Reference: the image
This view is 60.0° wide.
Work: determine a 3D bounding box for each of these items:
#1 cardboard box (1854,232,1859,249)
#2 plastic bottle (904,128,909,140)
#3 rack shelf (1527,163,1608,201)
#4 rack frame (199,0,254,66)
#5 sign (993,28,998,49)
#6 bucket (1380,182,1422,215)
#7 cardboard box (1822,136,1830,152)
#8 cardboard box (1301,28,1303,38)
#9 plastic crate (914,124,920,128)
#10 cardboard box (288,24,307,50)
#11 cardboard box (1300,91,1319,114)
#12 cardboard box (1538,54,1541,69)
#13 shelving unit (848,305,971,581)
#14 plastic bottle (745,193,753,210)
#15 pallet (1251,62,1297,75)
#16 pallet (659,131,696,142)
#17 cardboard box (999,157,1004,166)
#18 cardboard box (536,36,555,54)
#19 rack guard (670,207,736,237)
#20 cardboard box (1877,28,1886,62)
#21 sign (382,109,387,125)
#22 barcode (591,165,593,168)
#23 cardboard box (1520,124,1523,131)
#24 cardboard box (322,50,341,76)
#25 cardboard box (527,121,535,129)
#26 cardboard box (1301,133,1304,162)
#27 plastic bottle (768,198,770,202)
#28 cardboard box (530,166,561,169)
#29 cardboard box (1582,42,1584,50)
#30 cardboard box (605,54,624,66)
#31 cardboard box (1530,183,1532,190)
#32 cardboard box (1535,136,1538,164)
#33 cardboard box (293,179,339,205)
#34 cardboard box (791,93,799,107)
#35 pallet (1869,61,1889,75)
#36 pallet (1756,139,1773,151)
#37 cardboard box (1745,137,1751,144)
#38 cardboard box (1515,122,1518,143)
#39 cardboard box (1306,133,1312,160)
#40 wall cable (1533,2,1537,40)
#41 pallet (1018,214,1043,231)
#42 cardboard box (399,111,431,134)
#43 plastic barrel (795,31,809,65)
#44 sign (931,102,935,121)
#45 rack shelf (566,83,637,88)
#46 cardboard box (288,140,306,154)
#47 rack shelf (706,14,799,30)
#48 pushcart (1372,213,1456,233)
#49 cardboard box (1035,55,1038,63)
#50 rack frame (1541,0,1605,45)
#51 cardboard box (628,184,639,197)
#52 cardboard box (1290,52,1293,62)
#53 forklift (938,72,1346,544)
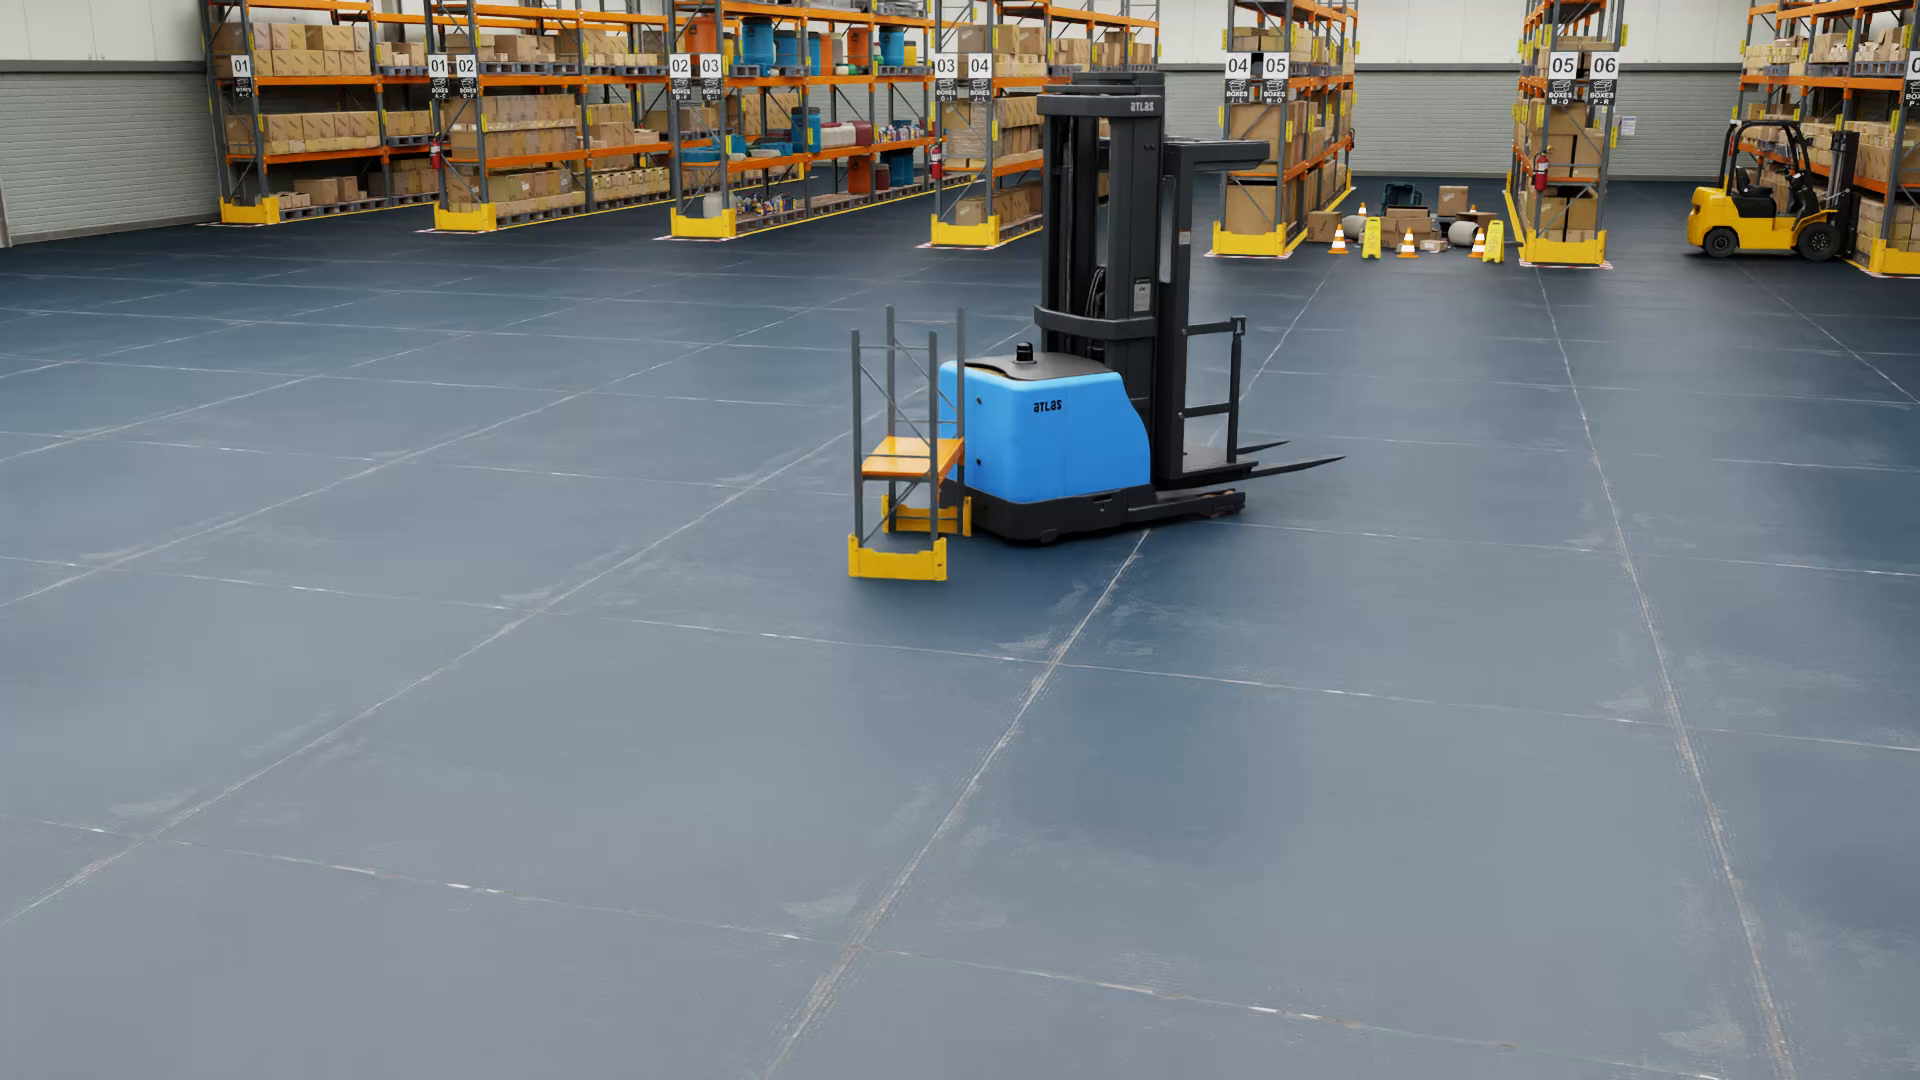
[{"bbox_3d":[14.463,-4.751,26.353,0.500,0.250,0.500,5,17,16],"label":"cardboard box"},{"bbox_3d":[-1.318,-9.726,39.849,0.152,0.276,0.135,5,16,16],"label":"plastic bottle"},{"bbox_3d":[10.139,-6.026,27.897,1.077,0.370,4.000,5,16,16],"label":"rack shelf"},{"bbox_3d":[-14.178,-10.656,31.907,1.000,3.000,0.127,5,16,16],"label":"rack frame"},{"bbox_3d":[0.590,-8.439,27.986,0.100,0.325,0.005,5,16,16],"label":"sign"},{"bbox_3d":[8.105,-6.195,30.387,0.726,0.611,0.620,11,9,35],"label":"bucket"},{"bbox_3d":[15.501,-6.963,29.241,0.500,0.250,0.500,4,16,14],"label":"cardboard box"},{"bbox_3d":[5.631,-8.624,28.288,0.380,0.149,0.250,5,17,17],"label":"cardboard box"},{"bbox_3d":[-0.978,-10.674,43.161,0.416,0.233,0.300,5,16,16],"label":"plastic crate"},{"bbox_3d":[-13.509,-10.096,33.377,0.500,0.500,0.500,5,17,17],"label":"cardboard box"},{"bbox_3d":[8.081,-10.162,38.599,0.500,0.500,0.500,4,16,14],"label":"cardboard box"},{"bbox_3d":[10.320,-8.316,28.883,0.500,0.250,0.500,4,16,15],"label":"cardboard box"},{"bbox_3d":[-0.299,-0.630,10.303,0.587,1.500,1.083,2,16,9],"label":"shelving unit"},{"bbox_3d":[-4.223,-6.757,33.203,0.144,0.351,0.185,4,16,14],"label":"plastic bottle"},{"bbox_3d":[4.997,-7.802,27.504,1.003,0.211,1.213,5,16,16],"label":"pallet"},{"bbox_3d":[-7.028,-9.570,39.425,1.213,0.211,1.003,5,16,16],"label":"pallet"},{"bbox_3d":[0.554,-6.681,29.347,0.380,0.149,0.250,5,16,16],"label":"cardboard box"},{"bbox_3d":[-8.686,-10.082,34.172,0.500,0.500,0.500,6,17,20],"label":"cardboard box"},{"bbox_3d":[-4.703,-5.823,30.441,1.175,0.500,0.348,5,16,16],"label":"rack guard"},{"bbox_3d":[14.813,-7.753,26.027,0.797,0.503,0.637,5,17,18],"label":"cardboard box"},{"bbox_3d":[-12.519,-9.193,36.156,0.100,0.325,0.005,5,16,16],"label":"sign"},{"bbox_3d":[-7.819,-7.939,35.336,0.001,0.075,0.075,5,16,16],"label":"barcode"},{"bbox_3d":[12.296,-8.795,35.699,0.500,0.250,0.500,5,17,17],"label":"cardboard box"},{"bbox_3d":[-13.225,-9.887,34.472,0.500,0.500,0.500,4,16,14],"label":"cardboard box"},{"bbox_3d":[-8.672,-8.235,32.993,0.380,0.149,0.250,5,17,16],"label":"cardboard box"},{"bbox_3d":[5.840,-7.228,30.539,0.875,0.550,0.550,5,16,16],"label":"cardboard box"},{"bbox_3d":[-3.748,-6.593,32.749,0.061,0.283,0.133,5,16,16],"label":"plastic bottle"},{"bbox_3d":[-8.722,-7.576,34.938,0.500,0.500,0.500,5,16,16],"label":"cardboard box"},{"bbox_3d":[9.924,-7.699,25.979,0.380,0.149,0.250,5,16,16],"label":"cardboard box"},{"bbox_3d":[-7.688,-10.502,36.365,0.500,0.250,0.500,3,16,11],"label":"cardboard box"},{"bbox_3d":[9.970,-6.081,28.477,0.380,0.149,0.250,6,17,19],"label":"cardboard box"},{"bbox_3d":[9.608,-6.334,26.936,0.500,0.500,0.500,5,16,16],"label":"cardboard box"},{"bbox_3d":[-13.476,-7.290,34.809,0.700,0.500,0.500,4,16,12],"label":"cardboard box"},{"bbox_3d":[-4.743,-11.964,45.497,0.500,0.500,0.500,4,16,15],"label":"cardboard box"},{"bbox_3d":[14.902,-7.369,25.977,1.003,0.211,1.213,5,16,16],"label":"pallet"},{"bbox_3d":[17.410,-8.312,34.988,1.003,0.211,1.213,5,16,16],"label":"pallet"},{"bbox_3d":[18.052,-9.062,37.741,0.380,0.149,0.250,5,17,17],"label":"cardboard box"},{"bbox_3d":[13.138,-9.445,38.450,0.500,0.500,0.500,4,16,15],"label":"cardboard box"},{"bbox_3d":[6.341,-7.418,31.301,0.500,0.500,0.500,5,17,16],"label":"cardboard box"},{"bbox_3d":[15.464,-14.431,45.217,0.463,3.000,0.029,5,16,16],"label":"wall cable"},{"bbox_3d":[1.049,-6.144,32.104,1.003,0.211,1.213,5,16,16],"label":"pallet"},{"bbox_3d":[-12.541,-9.527,37.931,0.700,0.500,0.500,7,17,24],"label":"cardboard box"},{"bbox_3d":[-3.420,-10.053,34.361,0.600,0.901,0.600,0,16,0],"label":"plastic barrel"},{"bbox_3d":[-0.457,-7.375,28.632,0.100,0.325,0.005,5,16,16],"label":"sign"},{"bbox_3d":[-10.199,-12.530,45.328,1.077,0.370,4.000,5,16,16],"label":"rack shelf"},{"bbox_3d":[-13.601,-7.947,33.590,0.500,0.250,0.500,4,16,14],"label":"cardboard box"},{"bbox_3d":[-5.449,-13.588,43.568,1.077,0.370,4.000,5,16,16],"label":"rack shelf"},{"bbox_3d":[8.507,-5.798,30.578,1.648,0.377,0.936,-1,16,-3],"label":"pushcart"},{"bbox_3d":[1.239,-8.984,31.054,0.380,0.149,0.250,4,16,13],"label":"cardboard box"},{"bbox_3d":[10.708,-9.782,28.825,1.000,3.000,0.127,5,16,16],"label":"rack frame"},{"bbox_3d":[-7.502,-7.801,37.105,0.500,0.250,0.500,5,17,17],"label":"cardboard box"},{"bbox_3d":[5.201,-7.844,26.996,0.380,0.149,0.250,5,17,16],"label":"cardboard box"},{"bbox_3d":[1.370,-1.668,11.339,3.031,2.935,1.130,-10,18,-31],"label":"forklift"}]
